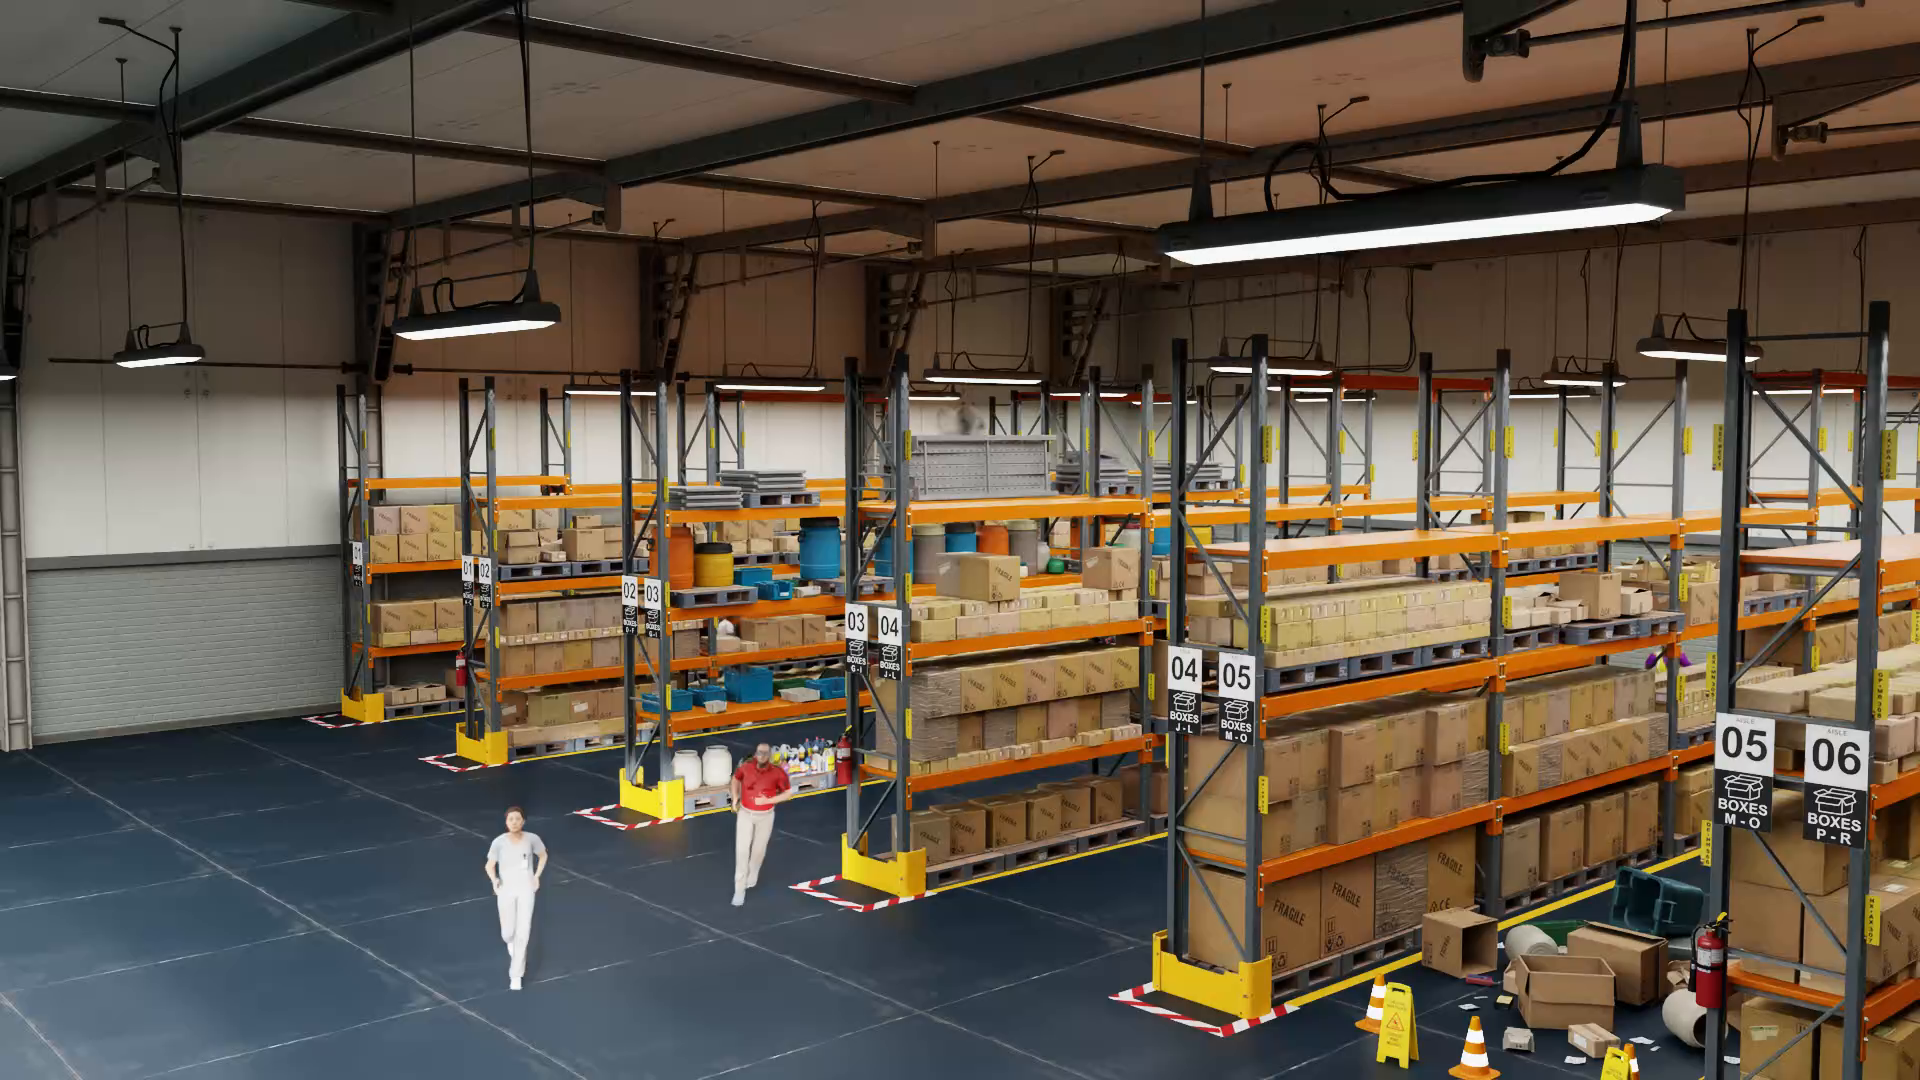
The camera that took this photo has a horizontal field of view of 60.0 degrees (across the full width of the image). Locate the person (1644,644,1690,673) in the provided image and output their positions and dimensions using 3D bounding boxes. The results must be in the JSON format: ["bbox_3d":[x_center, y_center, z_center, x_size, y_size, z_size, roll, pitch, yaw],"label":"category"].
[{"bbox_3d":[11.925,2.464,28.030,0.748,1.714,0.641,2,4,24],"label":"person"}]

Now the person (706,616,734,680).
[{"bbox_3d":[-4.555,2.167,31.676,0.694,1.782,1.042,3,5,37],"label":"person"}]

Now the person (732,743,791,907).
[{"bbox_3d":[-2.210,3.104,18.476,0.680,1.733,0.890,0,4,-1],"label":"person"}]

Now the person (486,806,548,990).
[{"bbox_3d":[-4.177,3.324,15.692,0.565,1.654,0.791,-1,4,-13],"label":"person"}]
